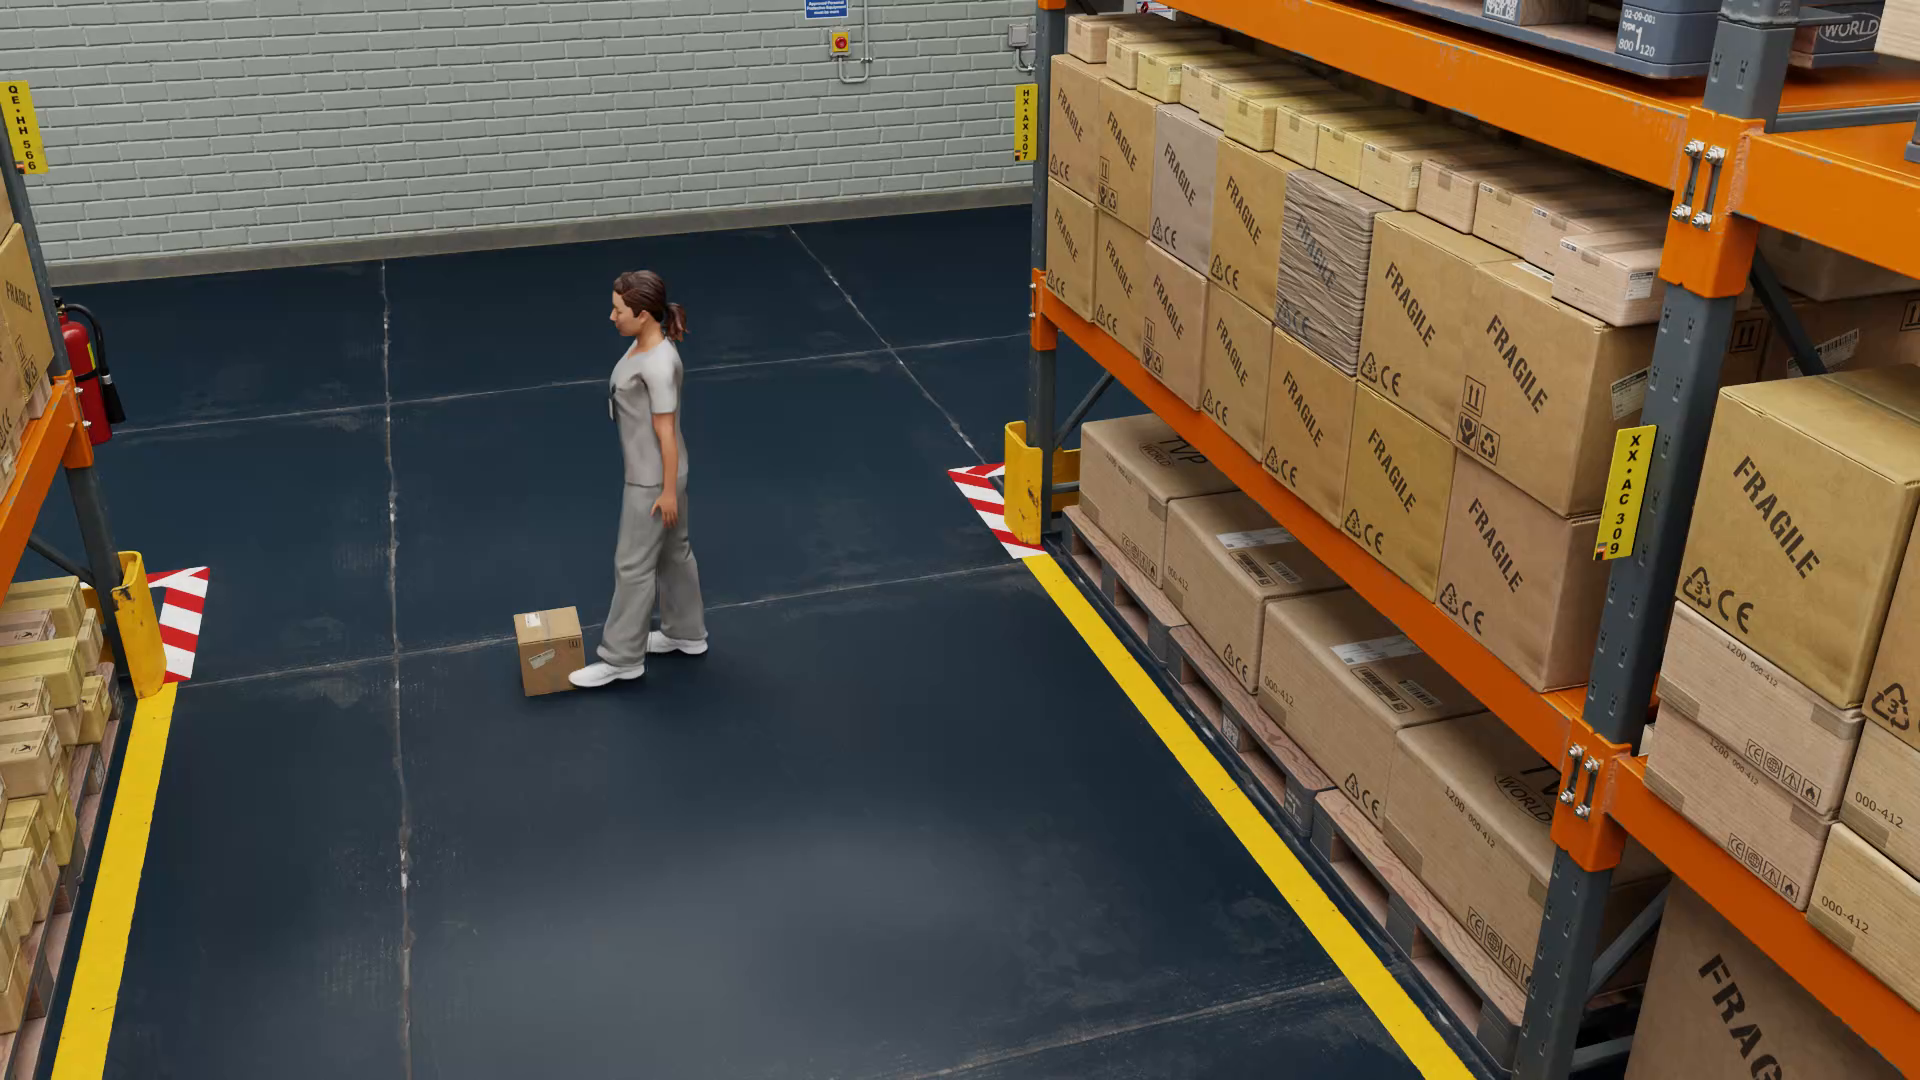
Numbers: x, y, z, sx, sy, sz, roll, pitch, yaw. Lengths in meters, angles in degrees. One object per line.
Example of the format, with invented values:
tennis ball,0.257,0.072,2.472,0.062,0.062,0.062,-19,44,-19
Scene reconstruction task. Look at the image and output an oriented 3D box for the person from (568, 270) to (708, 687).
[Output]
person,-1.325,-0.243,6.580,0.608,1.671,0.499,-6,27,-11
